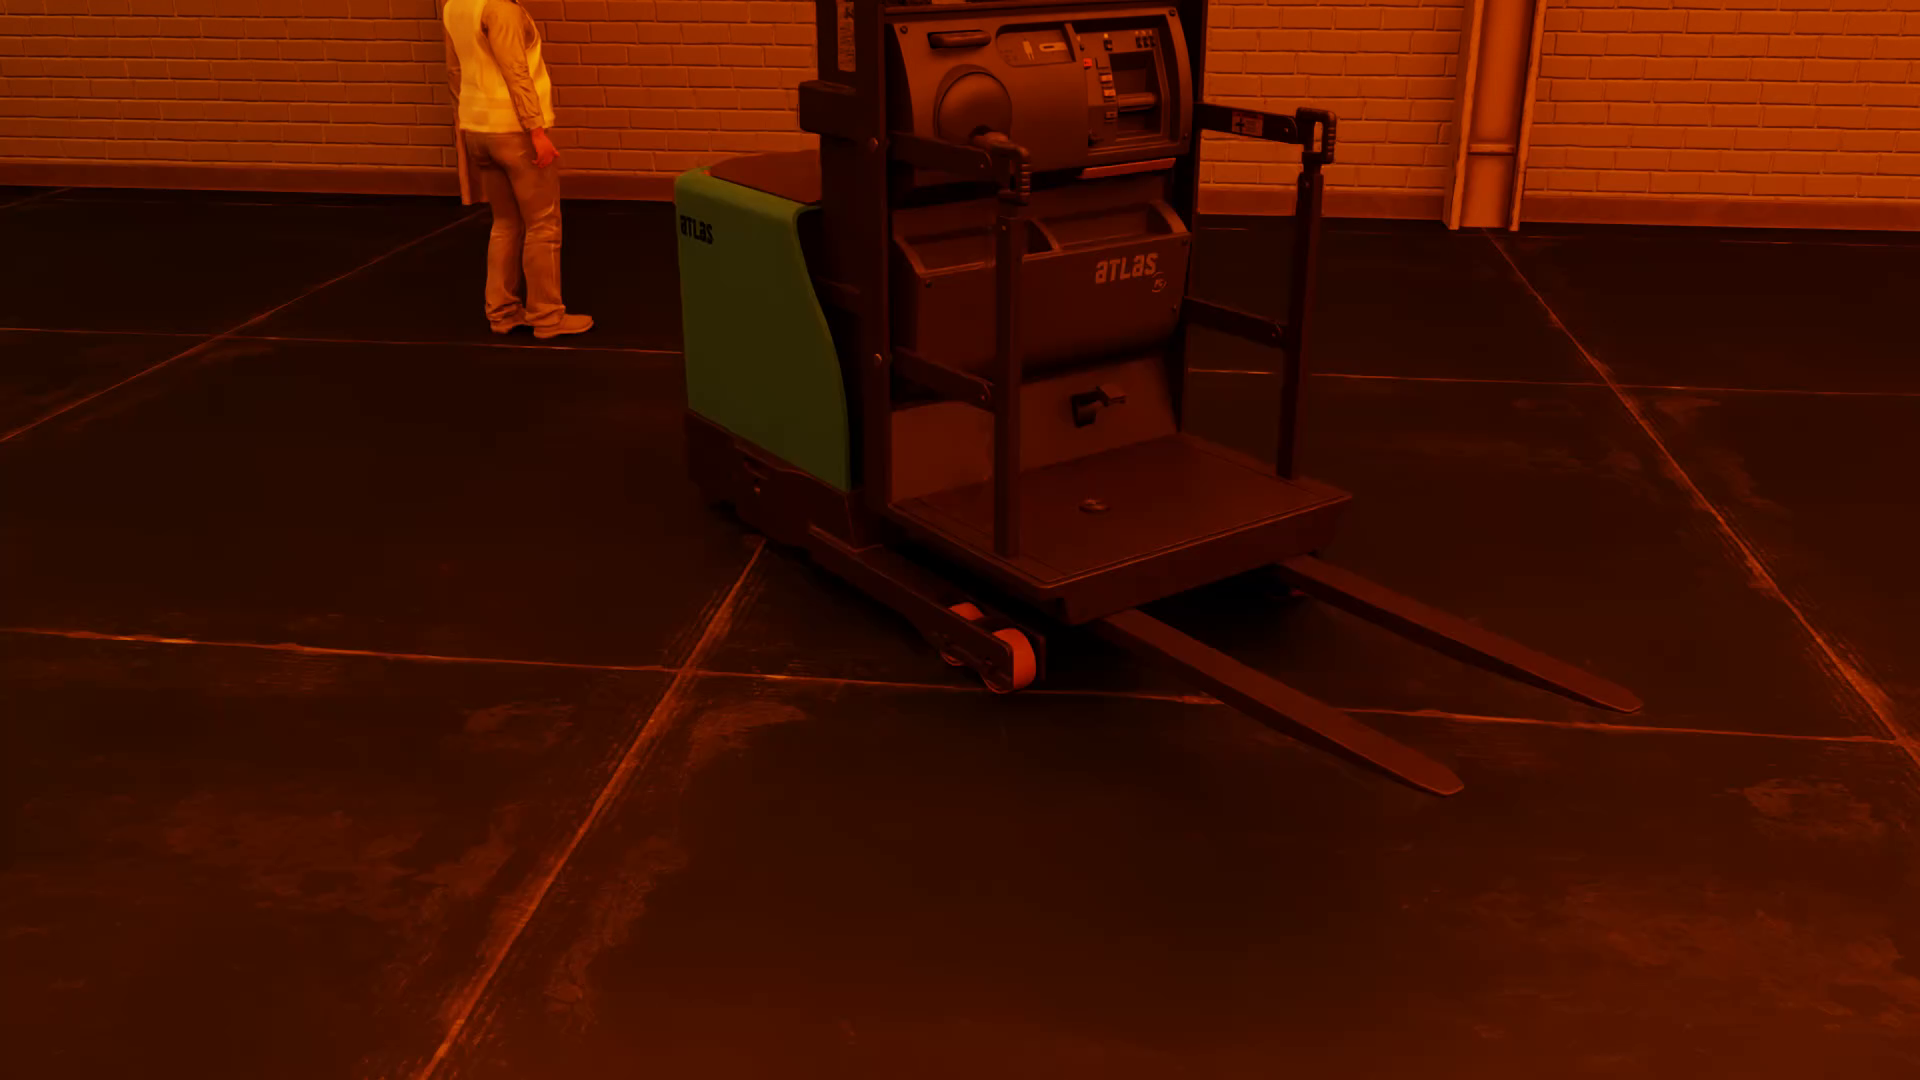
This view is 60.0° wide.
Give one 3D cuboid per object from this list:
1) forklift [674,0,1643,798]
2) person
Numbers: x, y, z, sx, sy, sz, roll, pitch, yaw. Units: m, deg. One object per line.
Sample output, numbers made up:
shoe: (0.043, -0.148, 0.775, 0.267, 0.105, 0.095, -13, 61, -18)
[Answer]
forklift: (0.360, -1.175, 4.172, 1.130, 2.935, 3.031, -15, 26, -33)
person: (-1.927, -1.776, 7.217, 0.632, 1.775, 0.411, 19, 29, 39)
